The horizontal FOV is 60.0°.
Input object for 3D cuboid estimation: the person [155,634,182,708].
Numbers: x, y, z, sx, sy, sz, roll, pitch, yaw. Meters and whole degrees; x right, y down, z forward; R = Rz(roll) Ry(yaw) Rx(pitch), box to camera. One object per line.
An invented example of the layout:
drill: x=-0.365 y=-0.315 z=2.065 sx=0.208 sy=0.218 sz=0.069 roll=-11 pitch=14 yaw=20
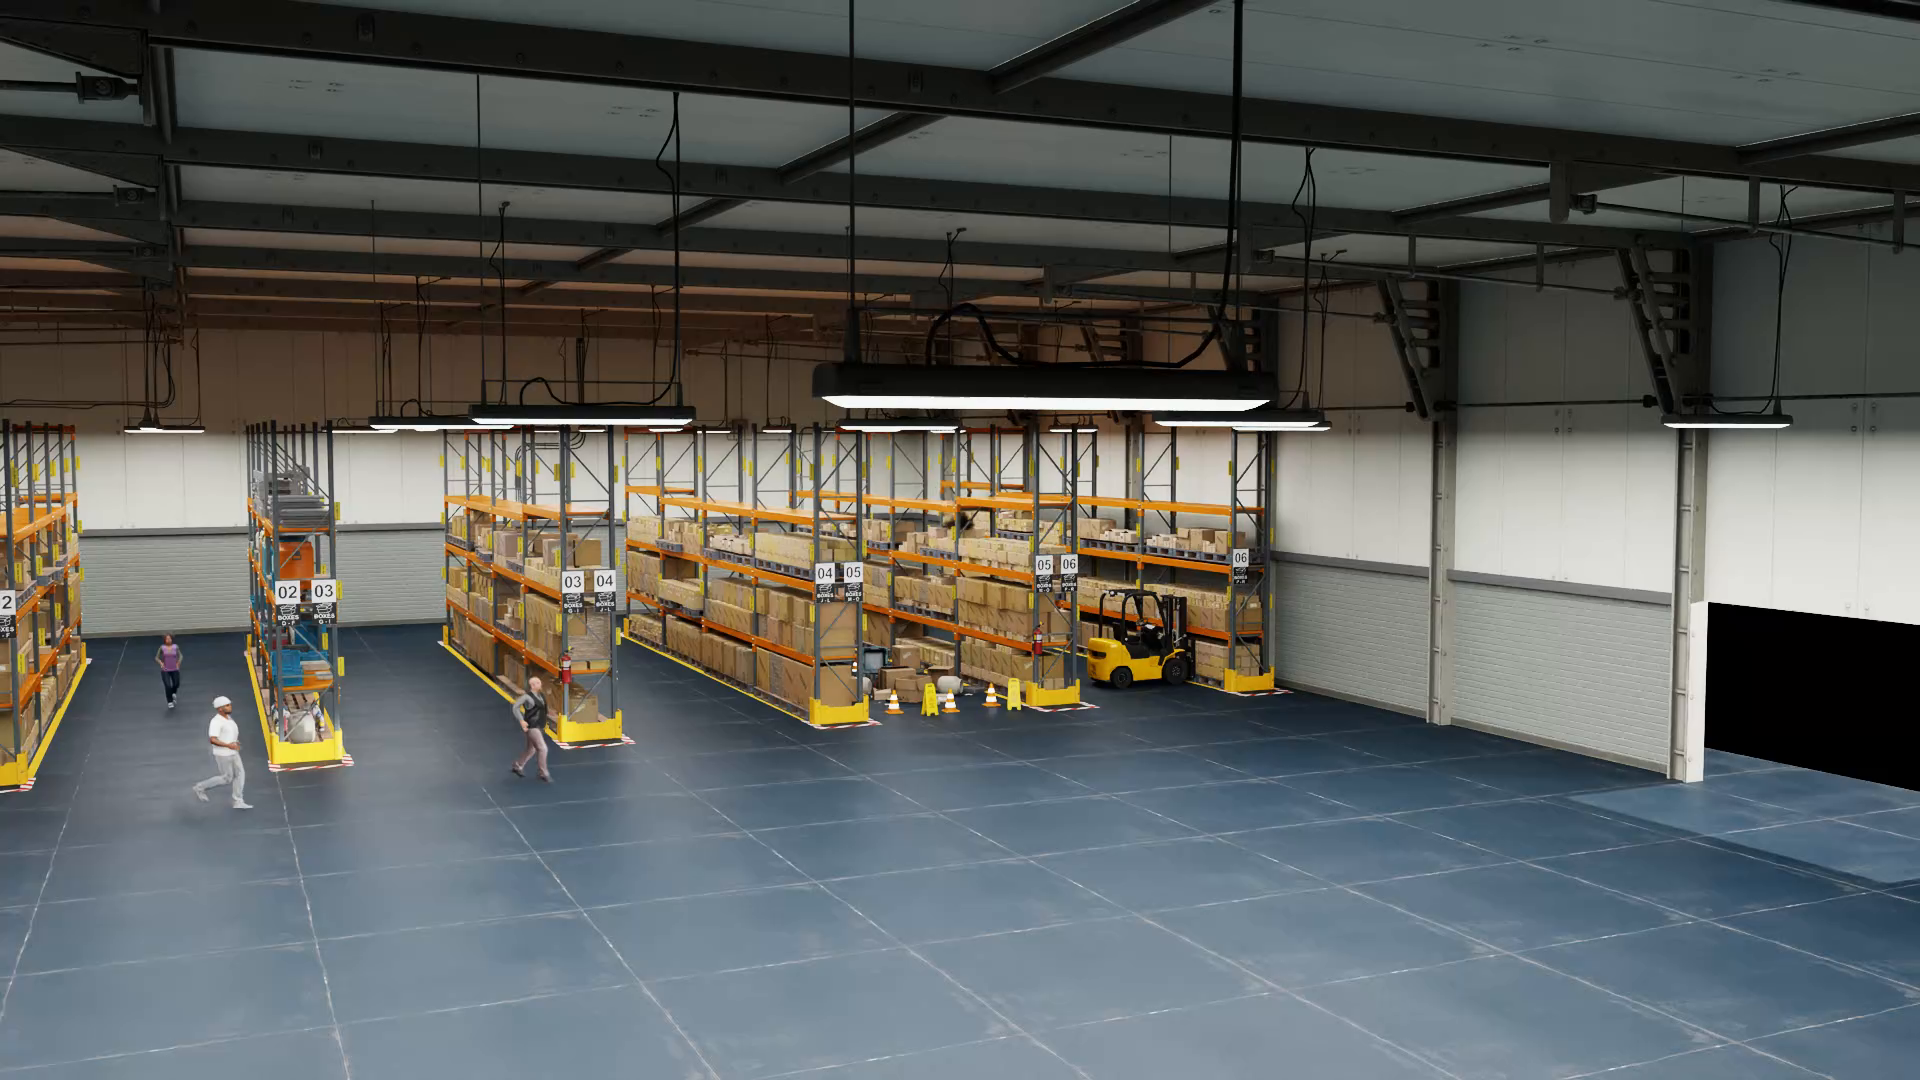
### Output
person: x=-16.673 y=2.799 z=35.077 sx=0.532 sy=1.460 sz=0.559 roll=-2 pitch=4 yaw=-32

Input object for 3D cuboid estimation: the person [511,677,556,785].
person: x=-7.056 y=3.142 z=27.494 sx=0.839 sy=1.760 sz=0.650 roll=1 pitch=4 yaw=10

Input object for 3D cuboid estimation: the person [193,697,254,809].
person: x=-11.270 y=3.264 z=25.433 sx=0.855 sy=1.751 sz=0.706 roll=0 pitch=4 yaw=-4
